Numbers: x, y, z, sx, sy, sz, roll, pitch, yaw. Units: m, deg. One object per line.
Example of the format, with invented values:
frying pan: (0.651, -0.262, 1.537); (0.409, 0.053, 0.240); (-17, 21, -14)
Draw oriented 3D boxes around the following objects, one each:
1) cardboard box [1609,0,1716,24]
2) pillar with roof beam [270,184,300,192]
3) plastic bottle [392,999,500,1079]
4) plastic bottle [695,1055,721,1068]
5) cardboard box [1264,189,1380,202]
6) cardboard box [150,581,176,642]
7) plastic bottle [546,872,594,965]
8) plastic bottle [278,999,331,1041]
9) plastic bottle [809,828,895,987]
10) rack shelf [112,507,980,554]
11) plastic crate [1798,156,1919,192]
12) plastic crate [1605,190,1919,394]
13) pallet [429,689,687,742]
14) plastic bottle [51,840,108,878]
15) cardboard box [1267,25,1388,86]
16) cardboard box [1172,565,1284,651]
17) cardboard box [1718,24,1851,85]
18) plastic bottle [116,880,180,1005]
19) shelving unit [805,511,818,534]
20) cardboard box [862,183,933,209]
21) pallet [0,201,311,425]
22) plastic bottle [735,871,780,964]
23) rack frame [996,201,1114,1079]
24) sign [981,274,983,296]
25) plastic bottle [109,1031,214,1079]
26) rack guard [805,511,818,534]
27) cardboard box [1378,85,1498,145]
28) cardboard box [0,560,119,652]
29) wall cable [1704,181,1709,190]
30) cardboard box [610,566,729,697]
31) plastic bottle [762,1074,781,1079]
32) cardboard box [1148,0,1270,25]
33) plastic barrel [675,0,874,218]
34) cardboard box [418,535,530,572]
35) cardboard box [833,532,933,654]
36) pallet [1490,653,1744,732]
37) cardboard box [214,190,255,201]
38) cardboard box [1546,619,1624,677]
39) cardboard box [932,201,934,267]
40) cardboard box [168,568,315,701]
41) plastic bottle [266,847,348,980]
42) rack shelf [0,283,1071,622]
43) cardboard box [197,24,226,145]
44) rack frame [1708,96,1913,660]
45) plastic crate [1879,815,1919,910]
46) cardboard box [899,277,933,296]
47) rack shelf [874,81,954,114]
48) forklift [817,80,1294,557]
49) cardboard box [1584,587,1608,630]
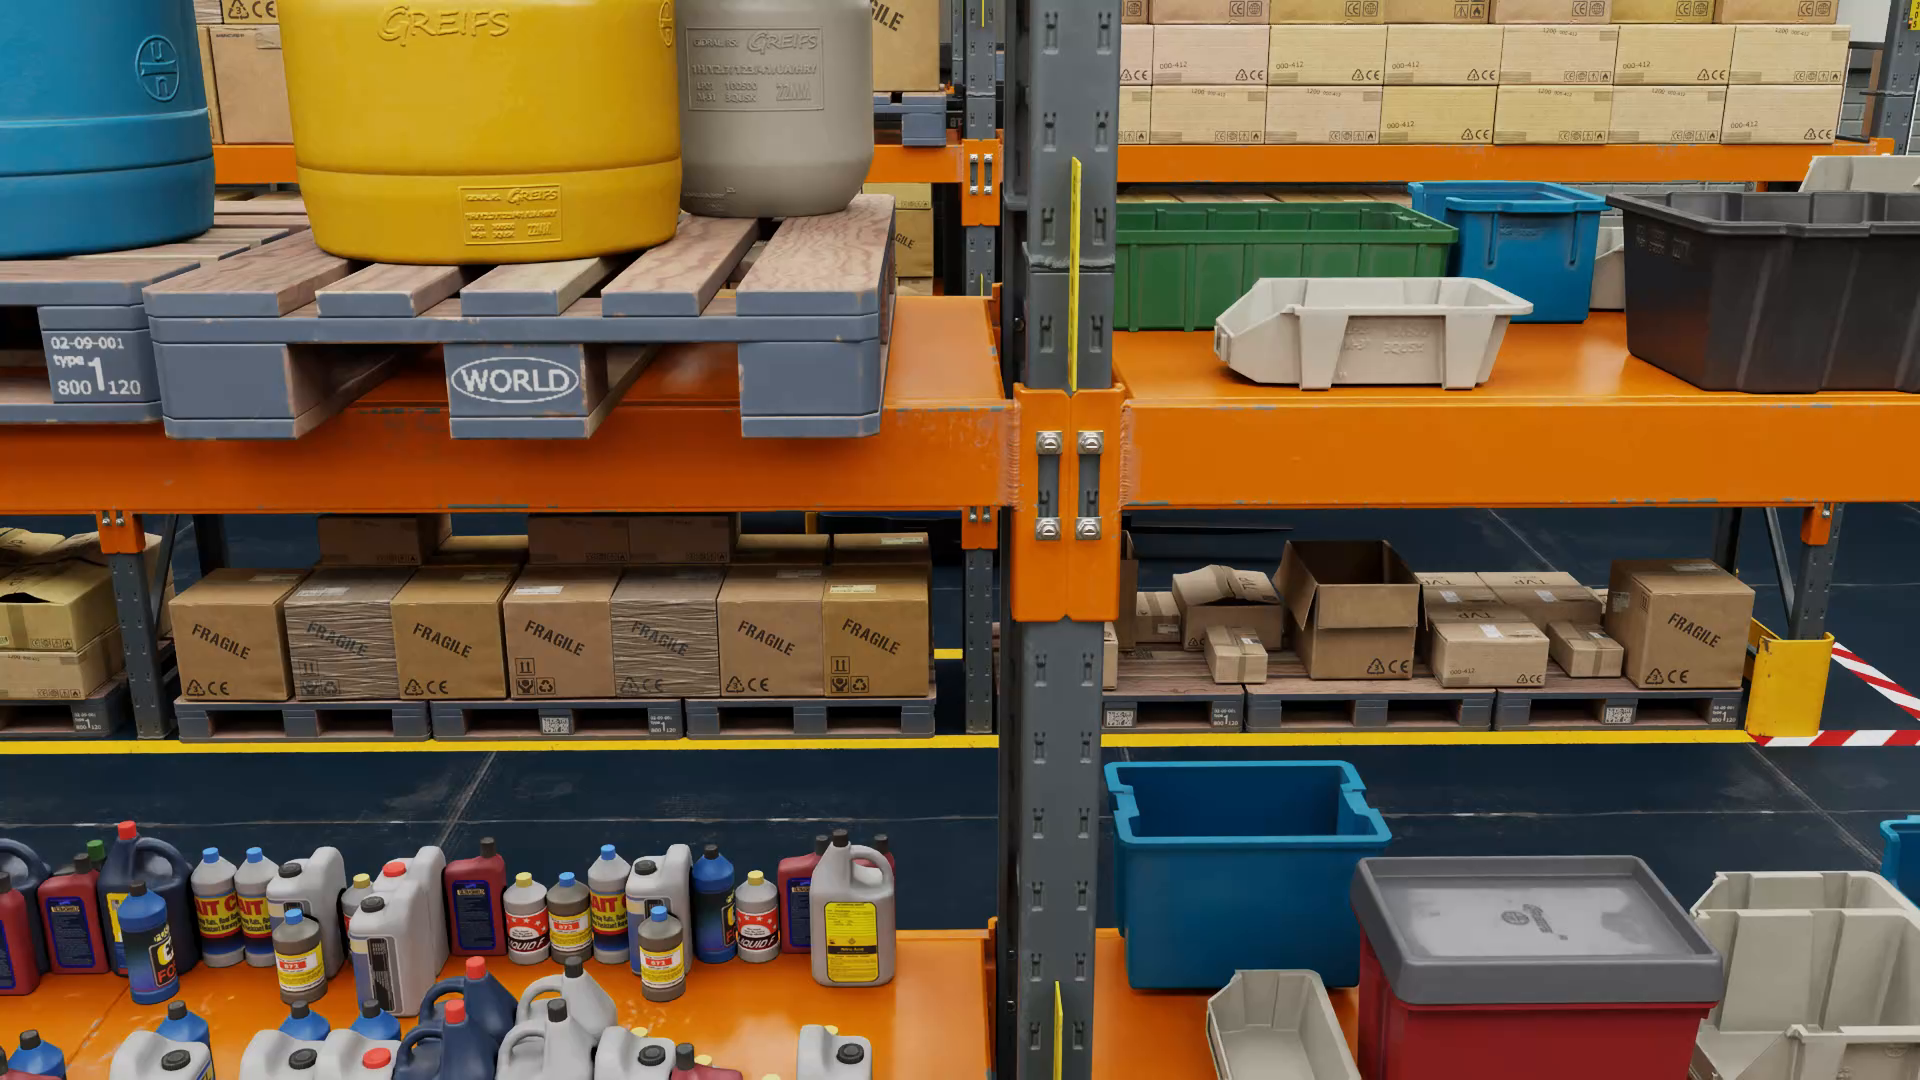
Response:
cardboard box: (3.069, -2.619, 7.590); (0.500, 0.500, 0.700); (0, 18, -1)
pillar with roof beam: (-5.243, -3.925, 8.552); (0.400, 9.000, 9.100); (0, 18, -1)
plastic bottle: (-0.940, 1.010, 3.070); (0.185, 0.351, 0.144); (0, 18, -1)
plastic bottle: (-0.480, 1.067, 3.135); (0.097, 0.201, 0.097); (0, 18, 0)
cardboard box: (2.764, -2.294, 12.798); (0.700, 0.700, 0.980); (0, 18, -1)
cardboard box: (-4.444, 0.410, 8.674); (0.500, 0.250, 0.500); (0, 18, -1)
plastic bottle: (-0.890, 0.856, 3.794); (0.097, 0.201, 0.097); (0, 18, 0)
plastic bottle: (-1.255, 1.010, 3.200); (0.097, 0.271, 0.097); (0, 18, 0)
plastic bottle: (-0.239, 0.807, 3.701); (0.185, 0.351, 0.144); (0, 18, -1)
rack shelf: (-1.916, -0.280, 8.186); (4.000, 0.370, 1.077); (0, 18, -1)
plastic crate: (1.937, -0.594, 3.271); (0.530, 0.282, 0.437); (0, 18, -1)
plastic crate: (1.405, -0.407, 2.710); (0.590, 0.269, 0.497); (0, 18, -1)
pallet: (-1.952, 0.718, 8.463); (1.213, 0.211, 1.003); (0, 18, -1)
plastic bottle: (-1.982, 0.817, 3.782); (0.133, 0.283, 0.061); (0, 18, -1)
cardboard box: (1.574, -2.155, 7.371); (0.500, 0.250, 0.500); (0, 18, -1)
cardboard box: (1.399, 0.346, 8.740); (0.500, 0.311, 0.500); (0, 18, -1)
cardboard box: (3.574, -2.166, 7.405); (0.500, 0.250, 0.500); (0, 18, -1)
plastic bottle: (-1.777, 0.871, 3.633); (0.097, 0.271, 0.097); (0, 18, 0)
shelving unit: (-1.445, -0.751, 10.933); (1.083, 1.500, 0.587); (1, 18, 3)
cardboard box: (-0.461, -2.620, 12.394); (0.500, 0.250, 0.500); (0, 18, 0)
pallet: (-1.758, -0.417, 2.836); (1.213, 0.211, 1.003); (0, 18, -1)
plastic bottle: (-0.463, 0.854, 3.800); (0.097, 0.201, 0.097); (0, 18, 0)
rack frame: (0.158, 0.881, 3.390); (0.127, 3.000, 1.000); (0, 18, -1)
sign: (0.096, -1.014, 7.401); (0.005, 0.325, 0.100); (0, 18, -1)
plastic bottle: (-1.467, 1.047, 3.077); (0.135, 0.276, 0.152); (0, 18, -1)
rack guard: (-0.948, -0.147, 11.096); (0.087, 0.250, 0.587); (1, 18, 3)
cardboard box: (2.074, -1.922, 7.464); (0.500, 0.250, 0.500); (0, 18, -1)
cardboard box: (-4.435, 0.307, 8.074); (0.500, 0.311, 0.500); (0, 18, 1)
wall cable: (5.267, -2.943, 13.648); (1.851, 1.984, 0.084); (0, 18, -1)
cardboard box: (-1.401, 0.441, 8.134); (0.500, 0.500, 0.500); (0, 18, 0)
plastic bottle: (-0.346, 1.085, 3.079); (0.097, 0.201, 0.097); (0, 18, 0)
cardboard box: (1.072, -2.557, 7.397); (0.500, 0.500, 0.700); (0, 18, -1)
plastic barrel: (-0.372, -0.886, 3.078); (0.433, 0.535, 0.433); (0, 18, 0)
cardboard box: (-2.467, 0.290, 8.606); (0.500, 0.500, 0.500); (-1, 18, -3)
cardboard box: (-0.404, 0.277, 8.646); (0.500, 0.500, 0.500); (-1, 18, -3)
pallet: (3.210, 0.681, 8.579); (1.213, 0.211, 1.003); (0, 18, -1)
cardboard box: (-5.713, -2.364, 12.624); (0.500, 0.500, 0.700); (0, 18, -1)
cardboard box: (3.137, 0.541, 8.369); (0.250, 0.166, 0.380); (0, 18, -1)
cardboard box: (-0.462, -2.418, 12.992); (0.500, 0.500, 0.500); (-1, 18, -3)
cardboard box: (-3.456, 0.453, 8.096); (0.500, 0.500, 0.500); (0, 18, 1)
plastic bottle: (-1.468, 0.832, 3.748); (0.135, 0.276, 0.152); (0, 18, -1)
rack shelf: (-1.841, -0.195, 3.012); (4.000, 0.370, 1.077); (0, 18, -1)
cardboard box: (-3.480, -2.101, 7.612); (0.500, 0.500, 0.910); (0, 18, -1)
rack frame: (4.083, -0.651, 8.167); (0.127, 3.000, 1.000); (0, 18, -1)
plastic crate: (2.289, 0.821, 3.752); (0.300, 0.233, 0.416); (0, 18, -1)
cardboard box: (-0.332, -1.947, 12.584); (0.250, 0.149, 0.380); (0, 18, 0)
rack shelf: (-1.998, -3.221, 12.444); (4.000, 0.370, 1.077); (0, 18, -1)
forklift: (0.628, -1.384, 10.563); (3.031, 2.935, 1.130); (1, 18, 3)
cardboard box: (3.409, 0.387, 8.849); (0.250, 0.166, 0.380); (0, 18, -1)
